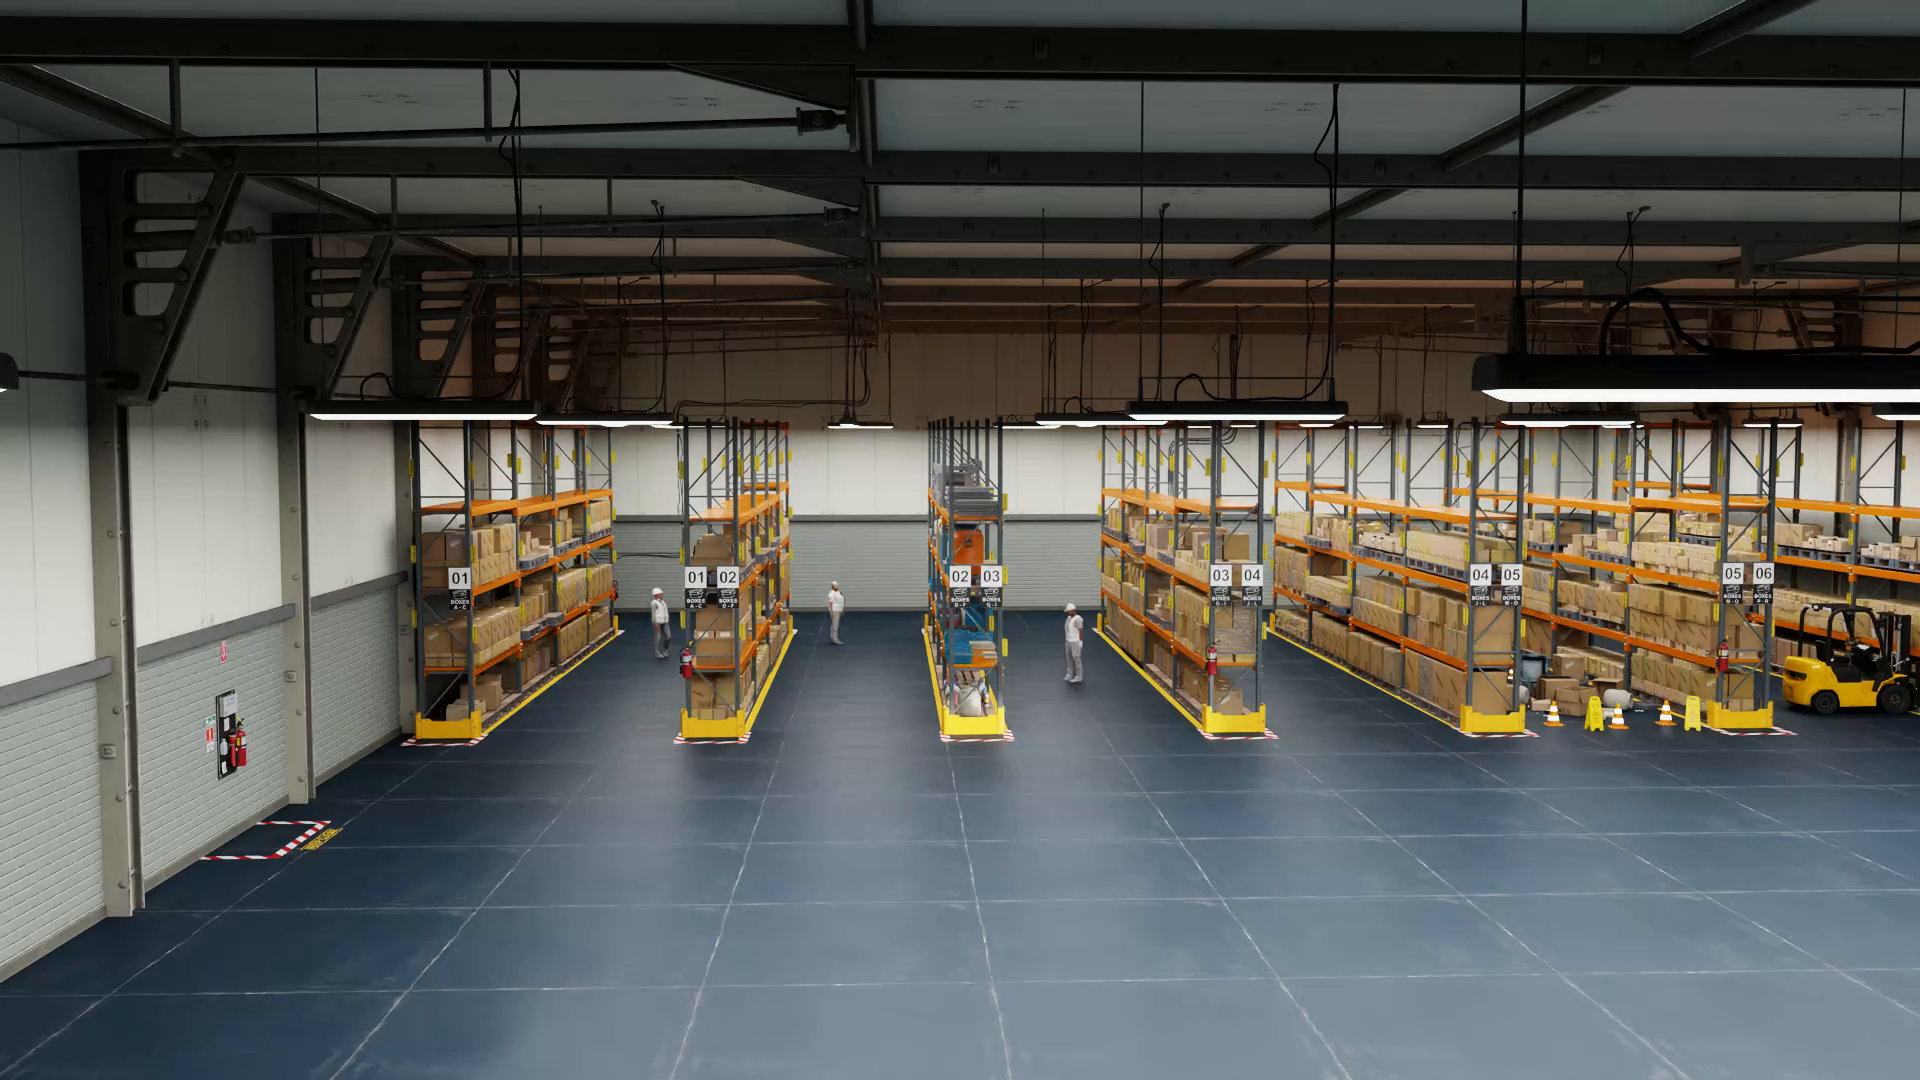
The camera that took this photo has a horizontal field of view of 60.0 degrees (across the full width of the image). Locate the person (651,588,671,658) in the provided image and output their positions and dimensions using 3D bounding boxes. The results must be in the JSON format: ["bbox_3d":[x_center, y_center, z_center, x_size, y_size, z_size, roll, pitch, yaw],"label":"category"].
[{"bbox_3d":[-7.596,2.108,42.117,0.432,1.788,0.578,3,5,41],"label":"person"}]

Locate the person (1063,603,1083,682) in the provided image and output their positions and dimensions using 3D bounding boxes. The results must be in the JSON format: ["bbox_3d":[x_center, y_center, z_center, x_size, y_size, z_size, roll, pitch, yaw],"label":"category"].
[{"bbox_3d":[2.586,2.342,38.125,0.421,1.779,0.626,-2,4,-23],"label":"person"}]

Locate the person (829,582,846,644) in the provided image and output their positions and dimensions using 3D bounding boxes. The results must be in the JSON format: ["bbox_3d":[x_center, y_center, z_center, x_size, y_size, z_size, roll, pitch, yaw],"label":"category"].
[{"bbox_3d":[-3.339,1.967,45.112,0.436,1.659,0.505,1,4,13],"label":"person"}]
